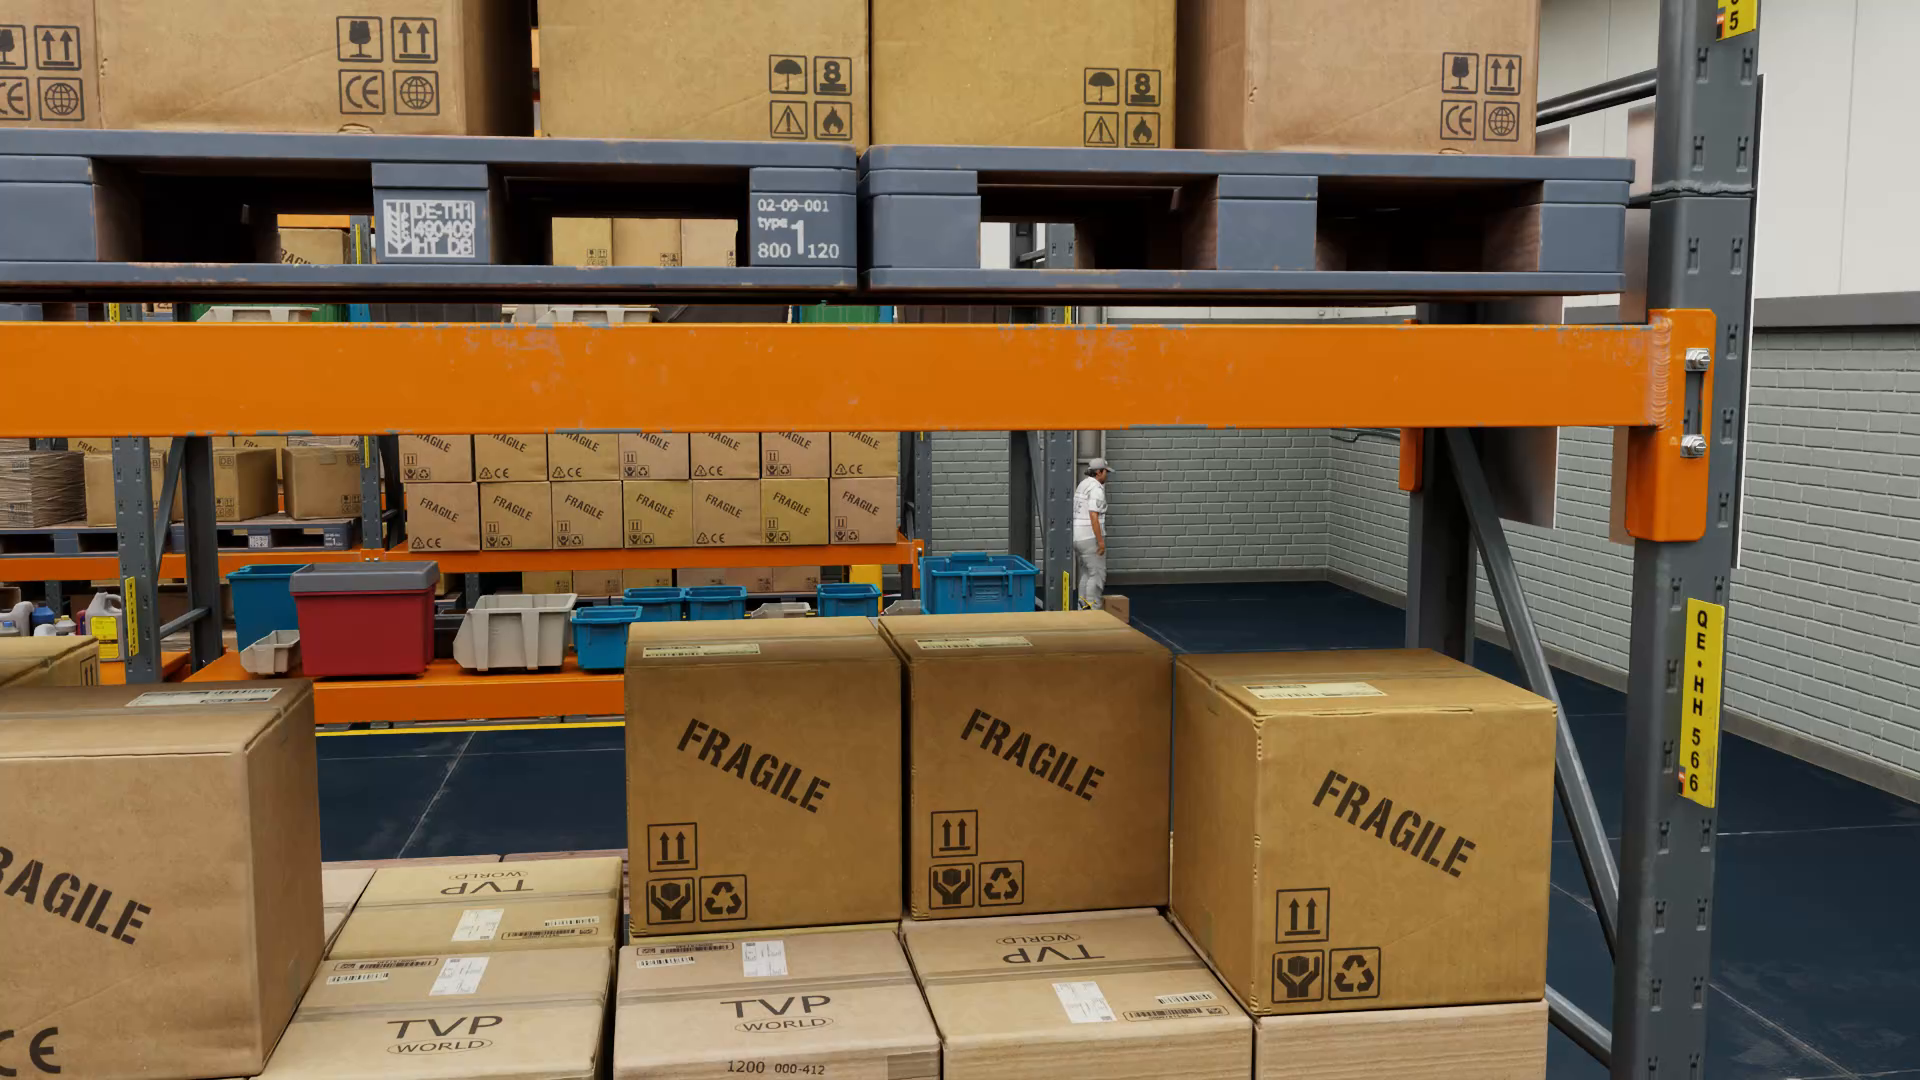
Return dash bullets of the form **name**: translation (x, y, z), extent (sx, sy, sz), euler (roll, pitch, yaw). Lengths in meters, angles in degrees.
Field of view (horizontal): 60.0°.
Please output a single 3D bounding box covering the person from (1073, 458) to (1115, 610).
- **person**: translation (1.345, 0.004, 16.778), extent (0.470, 1.666, 0.563), euler (-1, 7, -12)
